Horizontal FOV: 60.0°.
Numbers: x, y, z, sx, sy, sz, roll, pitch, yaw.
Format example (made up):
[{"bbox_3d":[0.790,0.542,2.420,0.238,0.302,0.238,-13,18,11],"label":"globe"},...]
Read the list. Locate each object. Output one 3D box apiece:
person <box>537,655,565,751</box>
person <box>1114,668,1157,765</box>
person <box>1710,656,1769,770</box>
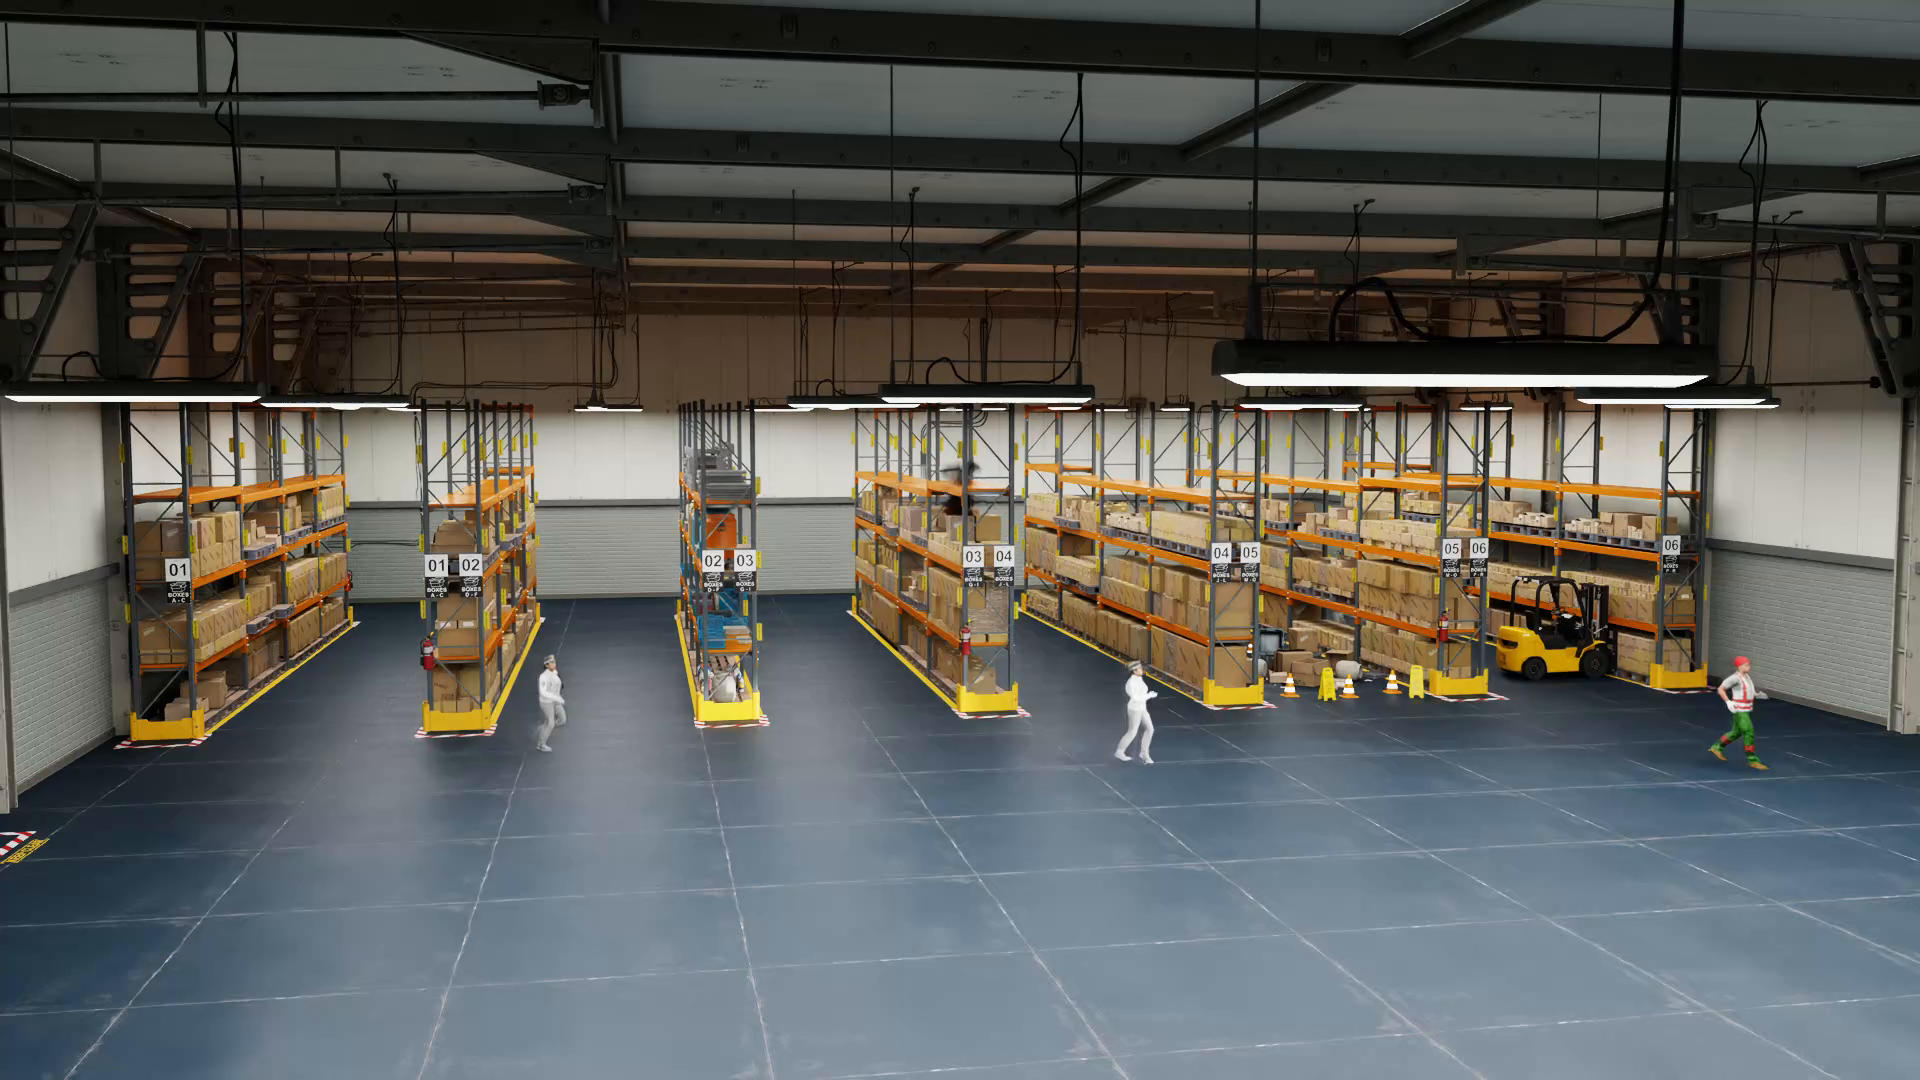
[{"bbox_3d":[-6.950,2.766,28.346,0.605,1.660,0.643,1,5,19],"label":"person"},{"bbox_3d":[2.895,2.844,27.224,0.712,1.702,0.431,2,5,20],"label":"person"},{"bbox_3d":[12.626,2.766,26.879,0.663,1.779,0.974,-4,6,-44],"label":"person"}]
